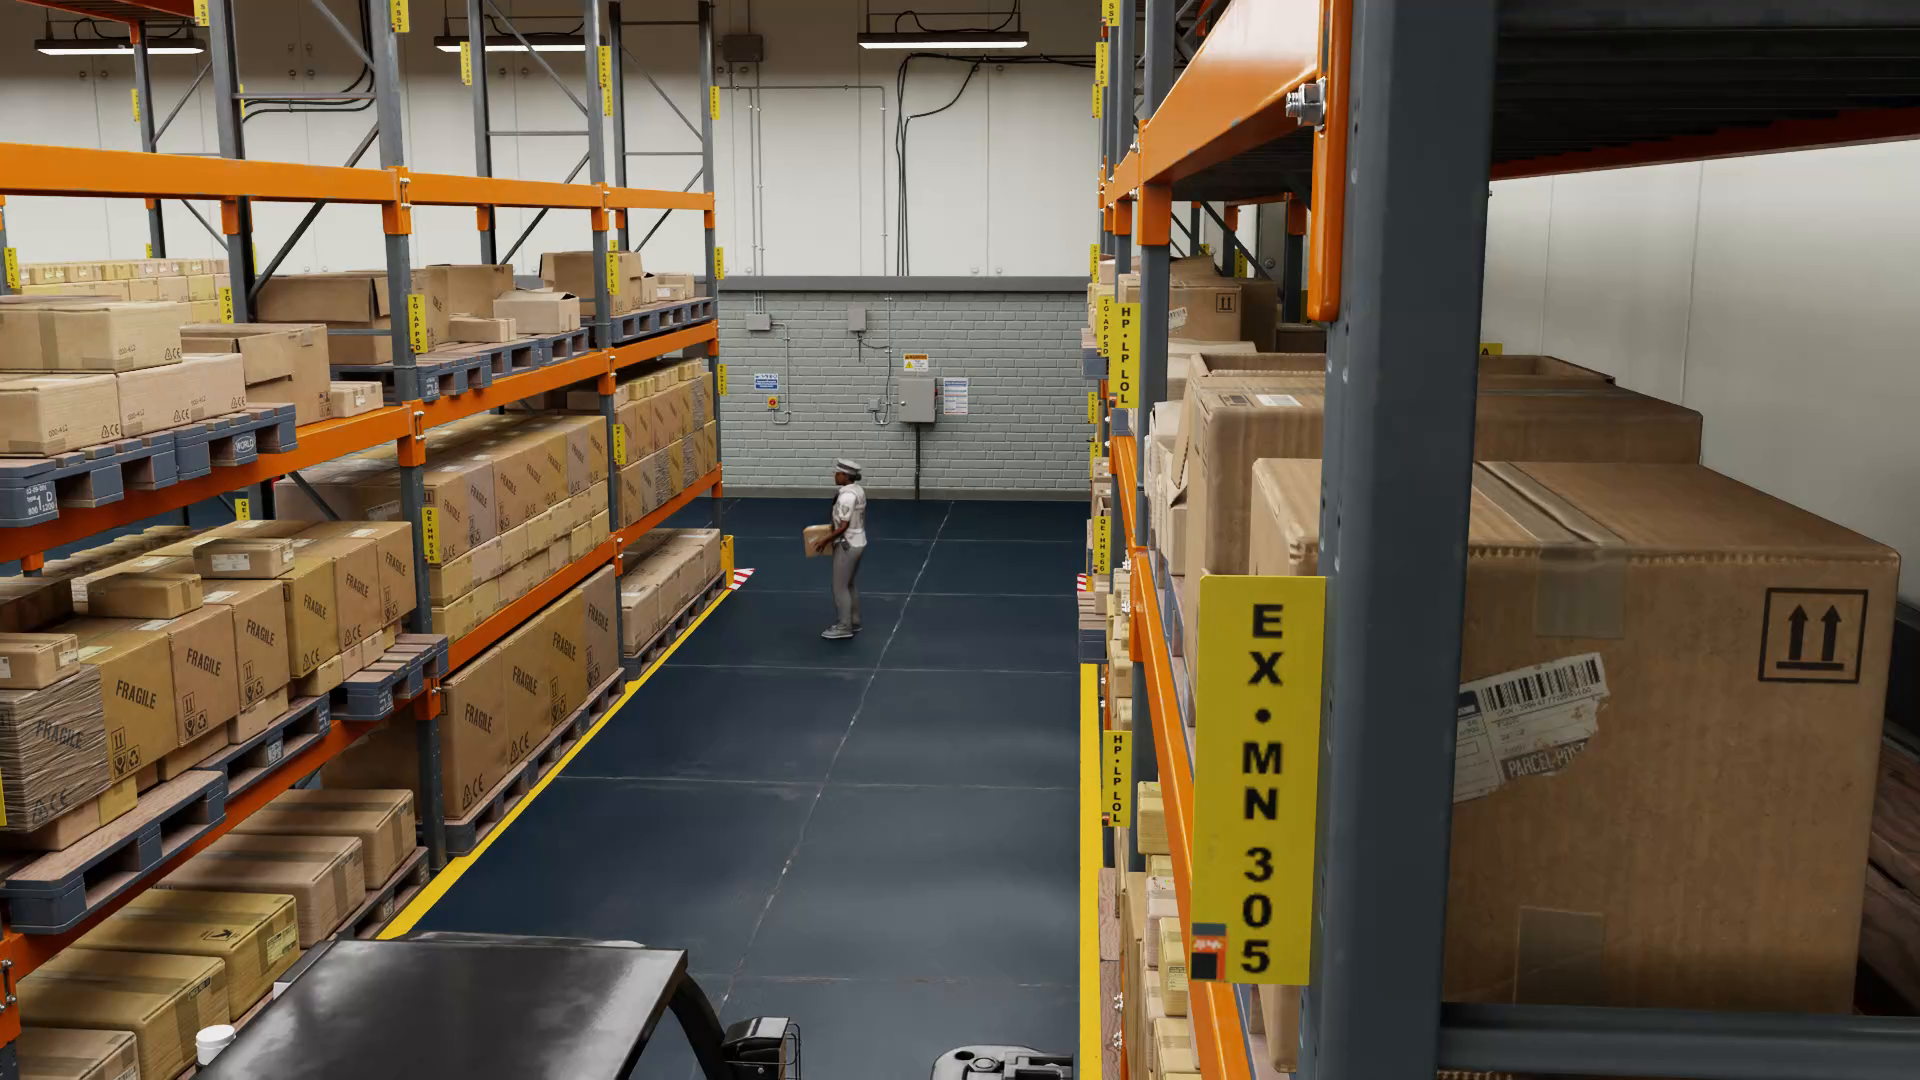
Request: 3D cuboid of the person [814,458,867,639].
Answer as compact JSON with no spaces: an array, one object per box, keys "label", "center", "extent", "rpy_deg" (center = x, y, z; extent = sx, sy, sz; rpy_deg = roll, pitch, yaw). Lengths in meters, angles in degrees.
[{"label":"person","center":[-1.110,0.068,15.491],"extent":[0.478,1.690,0.473],"rpy_deg":[1,11,3]}]
